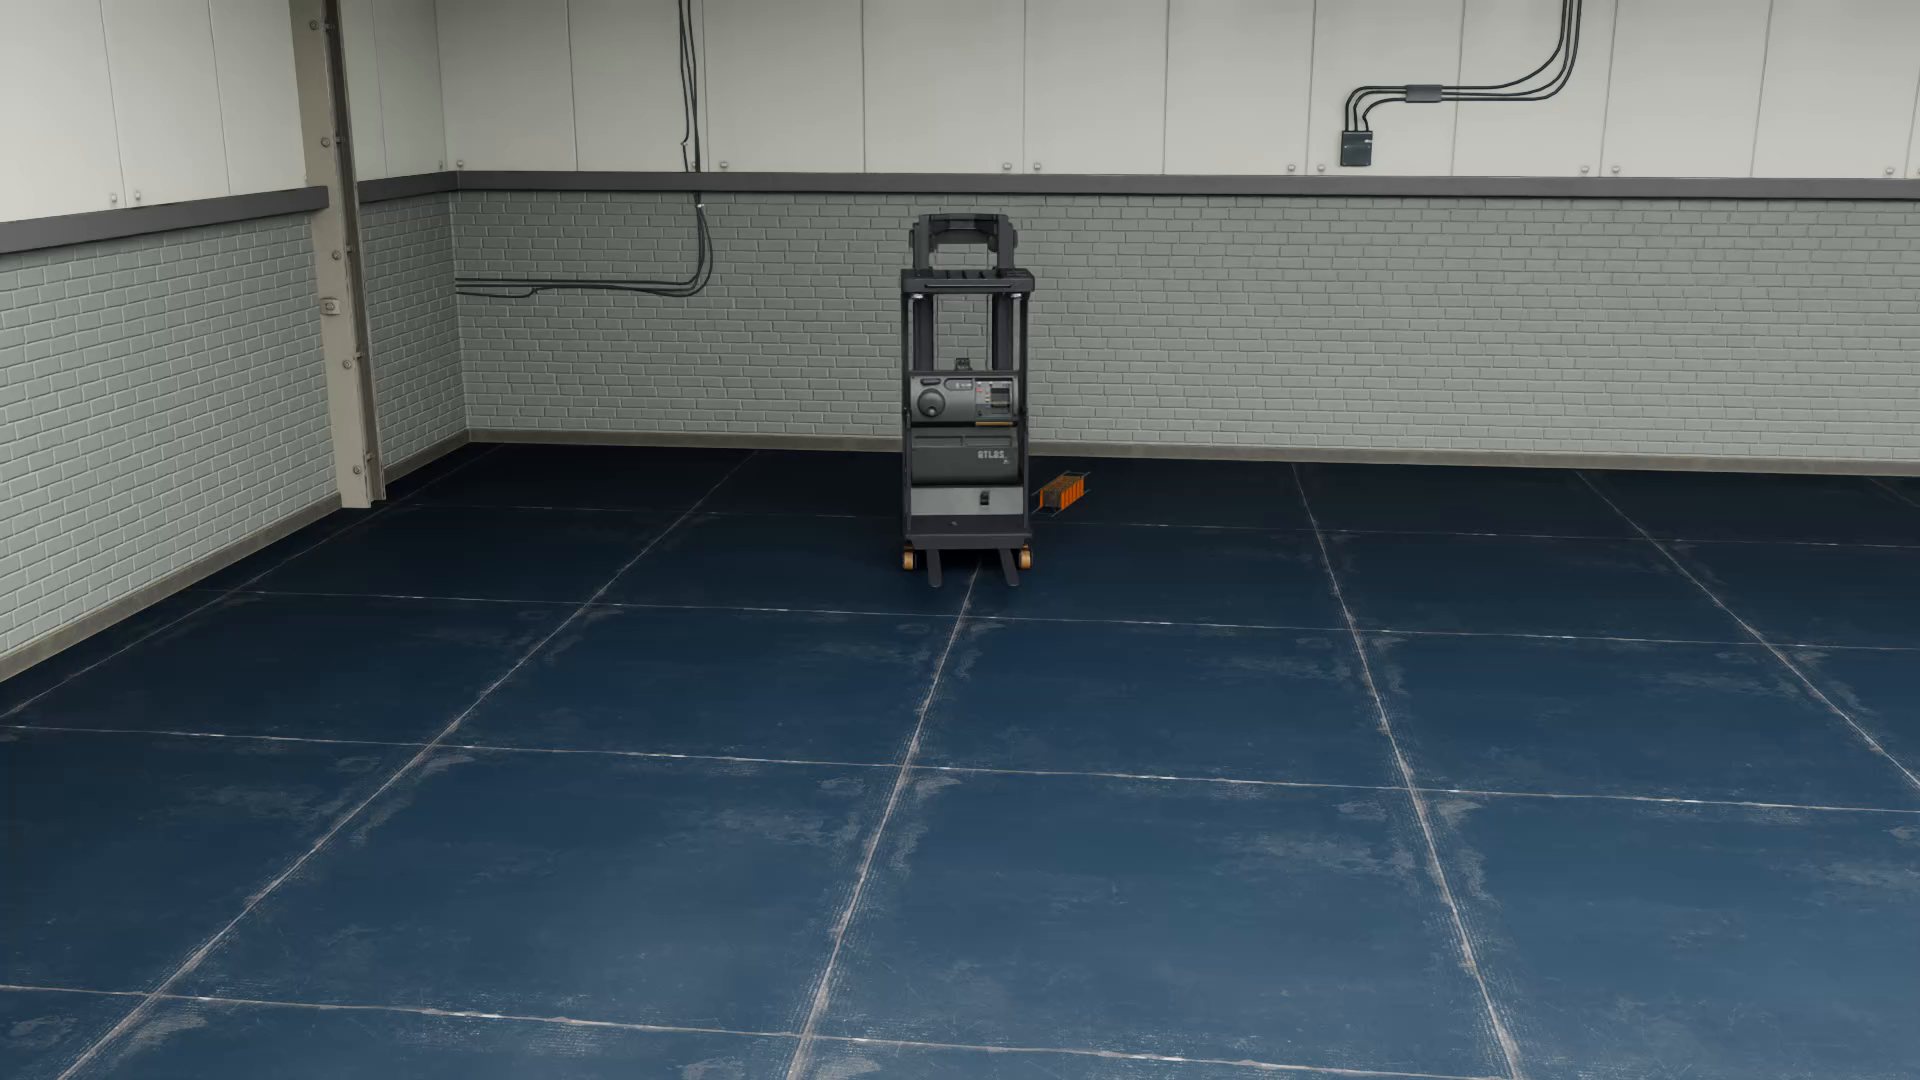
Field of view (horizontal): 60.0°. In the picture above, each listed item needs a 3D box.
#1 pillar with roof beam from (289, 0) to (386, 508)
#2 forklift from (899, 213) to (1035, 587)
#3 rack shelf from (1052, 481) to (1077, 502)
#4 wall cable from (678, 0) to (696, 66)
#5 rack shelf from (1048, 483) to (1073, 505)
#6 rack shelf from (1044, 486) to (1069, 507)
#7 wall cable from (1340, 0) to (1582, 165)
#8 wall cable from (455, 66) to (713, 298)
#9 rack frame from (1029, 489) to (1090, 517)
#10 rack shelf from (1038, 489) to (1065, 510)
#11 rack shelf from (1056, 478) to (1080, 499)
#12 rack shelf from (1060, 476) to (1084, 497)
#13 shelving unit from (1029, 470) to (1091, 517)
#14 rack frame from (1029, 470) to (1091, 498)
[{"bbox_3d":[-1.658,-4.587,14.885,9.100,9.000,0.400,2,15,6],"label":"pillar with roof beam"},{"bbox_3d":[0.049,-1.236,14.118,1.130,2.935,3.031,-1,15,-2],"label":"forklift"},{"bbox_3d":[1.031,-0.490,16.602,0.258,0.180,0.103,6,16,21],"label":"rack shelf"},{"bbox_3d":[-1.601,-6.298,17.487,3.097,2.526,0.112,2,15,6],"label":"wall cable"},{"bbox_3d":[0.987,-0.461,16.495,0.258,0.180,0.103,6,16,21],"label":"rack shelf"},{"bbox_3d":[0.942,-0.432,16.387,0.258,0.180,0.103,6,16,21],"label":"rack shelf"},{"bbox_3d":[5.142,-6.797,16.542,2.305,6.003,0.169,2,15,6],"label":"wall cable"},{"bbox_3d":[-4.289,-3.940,18.441,3.097,2.526,0.112,2,15,6],"label":"wall cable"},{"bbox_3d":[1.003,-0.383,16.558,0.240,0.006,1.200,6,16,21],"label":"rack frame"},{"bbox_3d":[0.898,-0.402,16.280,0.258,0.180,0.103,6,16,21],"label":"rack shelf"},{"bbox_3d":[1.076,-0.519,16.710,0.258,0.180,0.103,6,16,21],"label":"rack shelf"},{"bbox_3d":[1.120,-0.548,16.817,0.258,0.180,0.103,6,16,21],"label":"rack shelf"},{"bbox_3d":[1.003,-0.471,16.535,0.258,0.189,1.200,6,16,21],"label":"shelving unit"},{"bbox_3d":[1.003,-0.560,16.511,0.240,0.006,1.200,6,16,21],"label":"rack frame"}]
